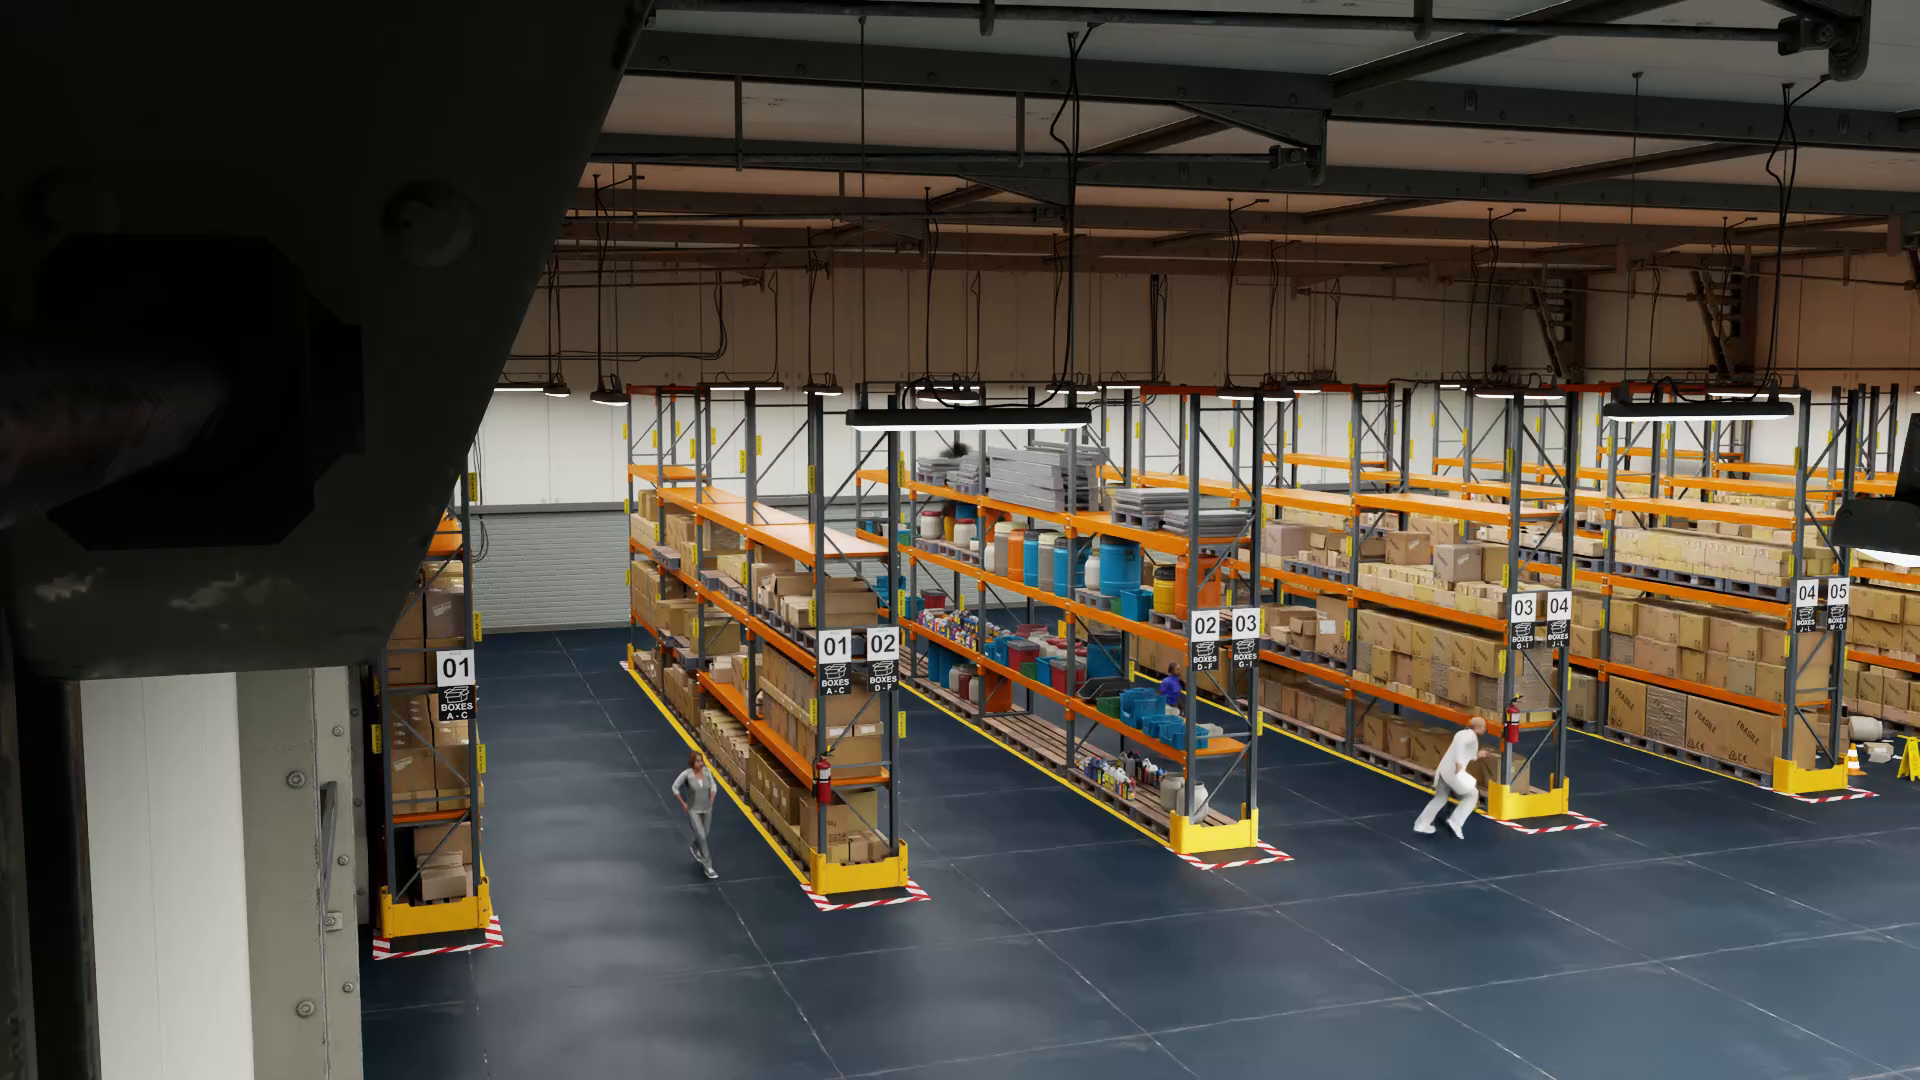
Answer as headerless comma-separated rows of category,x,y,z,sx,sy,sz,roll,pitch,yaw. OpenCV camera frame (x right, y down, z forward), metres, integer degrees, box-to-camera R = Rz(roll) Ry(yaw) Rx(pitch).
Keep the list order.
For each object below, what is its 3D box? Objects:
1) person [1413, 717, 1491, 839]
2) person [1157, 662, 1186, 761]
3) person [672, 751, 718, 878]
person,6.647,3.222,22.382,1.054,1.692,0.745,0,6,-3
person,3.334,2.763,26.936,0.581,1.607,0.619,4,7,37
person,-3.307,3.392,20.810,0.542,1.569,0.826,-4,7,-35
